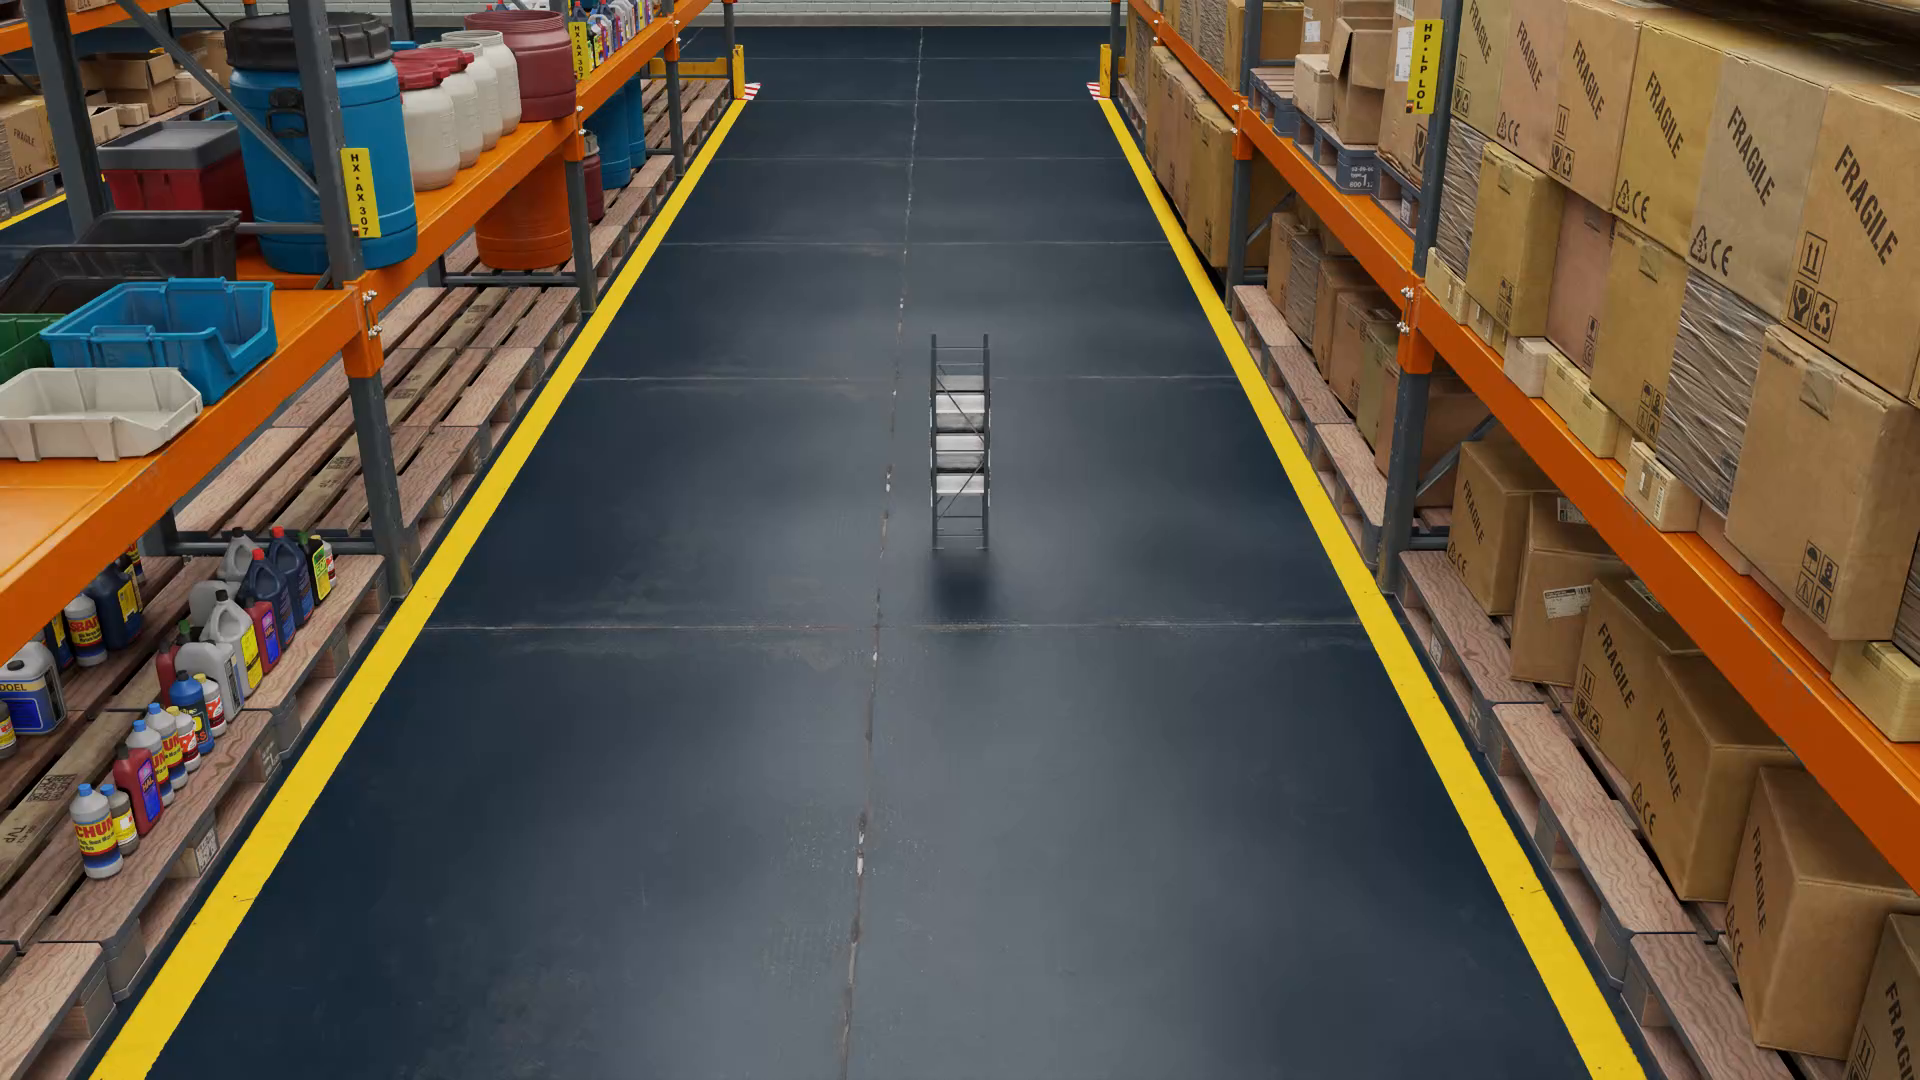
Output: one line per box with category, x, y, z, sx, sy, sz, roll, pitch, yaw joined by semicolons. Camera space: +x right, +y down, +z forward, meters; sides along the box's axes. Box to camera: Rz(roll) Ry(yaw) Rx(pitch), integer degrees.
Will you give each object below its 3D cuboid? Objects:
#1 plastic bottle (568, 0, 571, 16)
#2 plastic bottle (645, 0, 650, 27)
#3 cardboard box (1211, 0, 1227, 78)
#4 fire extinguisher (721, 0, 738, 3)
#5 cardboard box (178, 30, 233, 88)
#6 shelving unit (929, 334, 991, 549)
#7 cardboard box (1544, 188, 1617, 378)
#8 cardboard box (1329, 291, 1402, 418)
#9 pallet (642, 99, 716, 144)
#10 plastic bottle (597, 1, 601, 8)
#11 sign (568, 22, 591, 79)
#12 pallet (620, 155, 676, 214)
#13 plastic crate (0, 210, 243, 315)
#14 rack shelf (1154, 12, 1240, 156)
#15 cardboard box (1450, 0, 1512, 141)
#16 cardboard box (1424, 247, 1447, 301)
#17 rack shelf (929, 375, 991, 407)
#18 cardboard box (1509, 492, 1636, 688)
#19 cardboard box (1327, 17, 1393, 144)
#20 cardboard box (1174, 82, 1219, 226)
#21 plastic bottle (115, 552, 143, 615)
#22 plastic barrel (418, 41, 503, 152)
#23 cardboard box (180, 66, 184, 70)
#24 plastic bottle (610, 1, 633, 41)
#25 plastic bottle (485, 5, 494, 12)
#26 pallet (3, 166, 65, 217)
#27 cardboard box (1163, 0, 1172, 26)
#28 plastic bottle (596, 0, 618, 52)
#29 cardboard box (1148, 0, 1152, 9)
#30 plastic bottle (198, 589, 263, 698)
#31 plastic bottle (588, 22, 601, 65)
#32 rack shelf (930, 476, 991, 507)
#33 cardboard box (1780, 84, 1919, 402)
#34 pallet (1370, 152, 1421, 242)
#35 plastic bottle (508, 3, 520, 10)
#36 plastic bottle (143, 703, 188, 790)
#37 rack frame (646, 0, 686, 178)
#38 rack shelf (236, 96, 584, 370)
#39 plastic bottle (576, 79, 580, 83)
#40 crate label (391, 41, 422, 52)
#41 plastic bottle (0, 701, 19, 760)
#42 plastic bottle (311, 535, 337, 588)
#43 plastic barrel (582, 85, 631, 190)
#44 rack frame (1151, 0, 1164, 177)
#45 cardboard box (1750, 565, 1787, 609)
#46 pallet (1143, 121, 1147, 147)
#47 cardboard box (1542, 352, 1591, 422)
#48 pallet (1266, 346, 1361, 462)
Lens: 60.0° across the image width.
plastic bottle;-3.147;-4.254;13.075;0.144;0.351;0.185;0;24;-1
plastic bottle;-2.451;-4.130;12.884;0.061;0.283;0.133;0;24;-1
cardboard box;1.917;-3.267;10.711;0.500;0.500;0.500;0;24;-1
fire extinguisher;-2.418;-5.947;17.305;0.296;0.674;0.183;0;24;-1
cardboard box;-7.571;-4.906;16.956;0.500;0.500;0.500;0;24;-1
shelving unit;0.000;-0.413;7.072;0.258;0.900;0.210;0;24;-1
cardboard box;2.233;-0.749;4.783;0.875;0.500;0.500;0;24;-1
cardboard box;2.235;-0.907;8.115;0.700;0.500;0.500;-2;24;-5
pallet;-2.890;-3.976;15.784;1.003;0.211;1.213;0;24;-1
plastic bottle;-2.613;-3.798;12.163;0.097;0.271;0.097;0;24;0
sign;-2.233;-2.871;9.760;0.100;0.325;0.005;0;24;-1
pallet;-2.860;-2.851;13.297;1.003;0.211;1.213;0;24;-1
plastic crate;-2.861;-0.898;5.672;0.767;0.338;0.504;0;24;-1
rack shelf;2.148;-3.310;11.801;1.077;0.370;4.000;0;24;-1
cardboard box;1.964;-1.615;5.486;0.500;0.500;0.500;0;24;-1
cardboard box;1.915;-0.961;6.039;0.380;0.149;0.250;0;24;-1
rack shelf;0.000;-0.629;6.974;0.258;0.077;0.200;0;24;-1
cardboard box;2.191;0.183;5.728;0.500;0.500;0.500;8;25;16
cardboard box;2.102;-2.117;7.657;0.797;0.503;0.637;2;24;5
cardboard box;2.181;-2.688;11.623;1.225;0.875;0.875;0;24;0
plastic bottle;-3.037;0.160;6.019;0.061;0.283;0.133;0;24;-1
plastic barrel;-2.554;-2.246;8.439;0.421;0.512;0.421;0;24;0
cardboard box;-8.163;-4.794;17.136;0.380;0.149;0.250;0;24;-1
plastic bottle;-2.488;-3.808;12.181;0.152;0.276;0.135;0;24;-1
plastic bottle;-3.187;-3.470;11.343;0.144;0.351;0.185;0;24;-1
pallet;-7.733;-2.813;13.214;1.003;0.211;1.213;0;24;-1
cardboard box;1.881;-4.317;13.033;0.500;0.500;0.500;0;24;0
plastic bottle;-2.478;-3.586;11.598;0.144;0.351;0.185;0;24;-1
cardboard box;1.792;-4.578;14.036;0.380;0.149;0.250;0;24;0
plastic bottle;-2.439;0.340;5.539;0.144;0.351;0.185;0;24;-1
plastic bottle;-2.448;-3.301;11.065;0.097;0.271;0.097;0;24;0
rack shelf;0.000;-0.219;7.160;0.258;0.077;0.200;0;24;-1
cardboard box;1.992;-0.585;3.208;0.500;0.500;0.500;0;24;-1
pallet;2.350;-1.393;6.924;1.003;0.211;1.213;0;24;-1
plastic bottle;-3.190;-3.713;11.971;0.152;0.276;0.135;0;24;-1
plastic bottle;-2.409;0.617;5.023;0.097;0.271;0.097;0;24;0
rack frame;-2.827;-4.439;13.426;1.000;3.000;0.127;0;24;-1
rack shelf;-2.761;-1.639;8.107;1.077;0.370;4.000;0;24;-1
plastic bottle;-2.440;-2.968;10.414;0.097;0.201;0.097;0;24;0
crate label;-3.043;-2.397;8.866;0.502;0.435;0.616;0;24;-1
plastic bottle;-3.017;0.577;5.196;0.097;0.201;0.097;0;24;0
plastic bottle;-2.424;0.080;6.296;0.097;0.201;0.097;0;24;0
plastic barrel;-2.830;-3.159;12.631;0.600;0.901;0.708;0;24;-1
rack frame;2.126;-4.462;13.475;1.000;3.000;0.127;0;24;-1
cardboard box;2.042;0.069;3.762;0.380;0.149;0.250;0;24;-1
pallet;2.196;-3.505;14.743;1.003;0.211;1.213;0;24;-1
cardboard box;1.953;-0.446;4.901;0.380;0.149;0.250;0;24;-1
pallet;2.187;-0.719;8.585;1.003;0.211;1.213;0;24;-1
